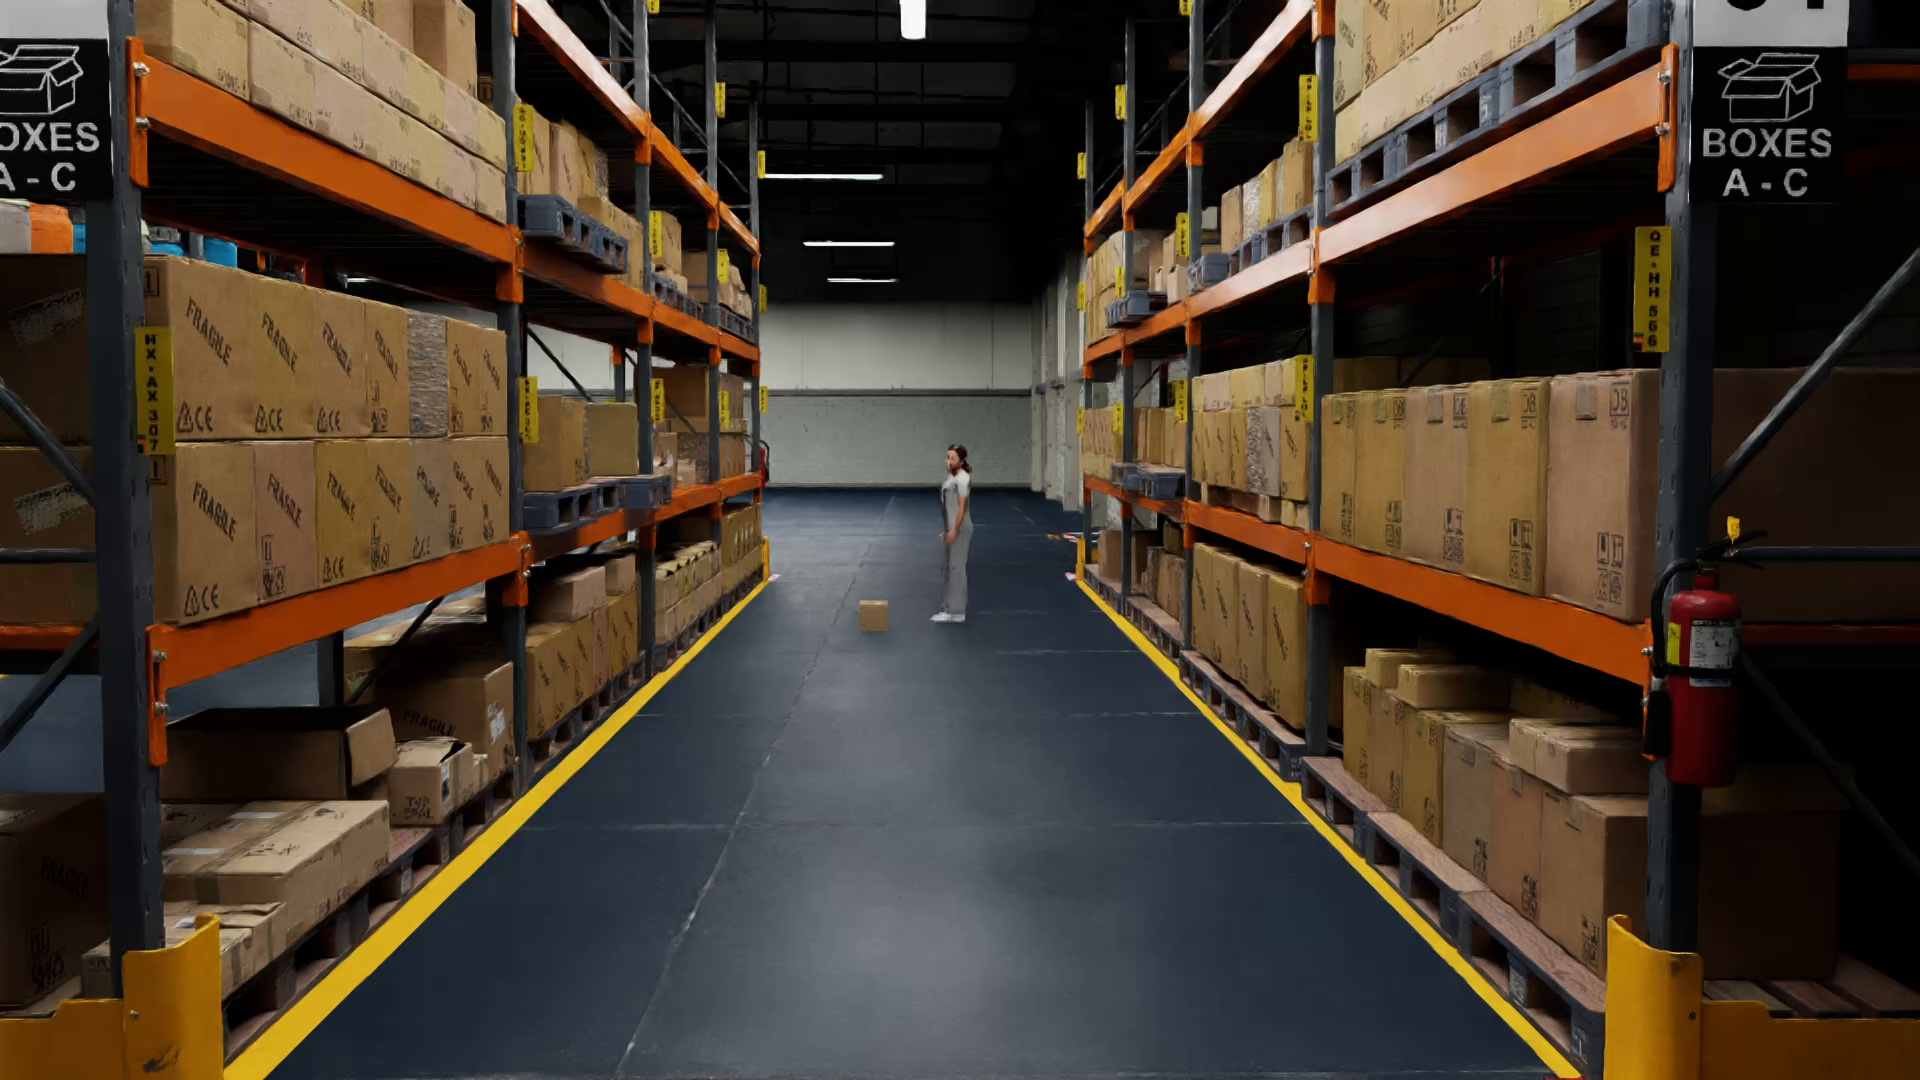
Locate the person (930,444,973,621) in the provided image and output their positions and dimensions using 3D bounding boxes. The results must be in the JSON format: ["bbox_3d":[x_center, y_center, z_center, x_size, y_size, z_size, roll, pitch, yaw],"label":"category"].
[{"bbox_3d":[-0.063,-0.057,15.782,0.398,1.708,0.481,-1,4,-16],"label":"person"}]
